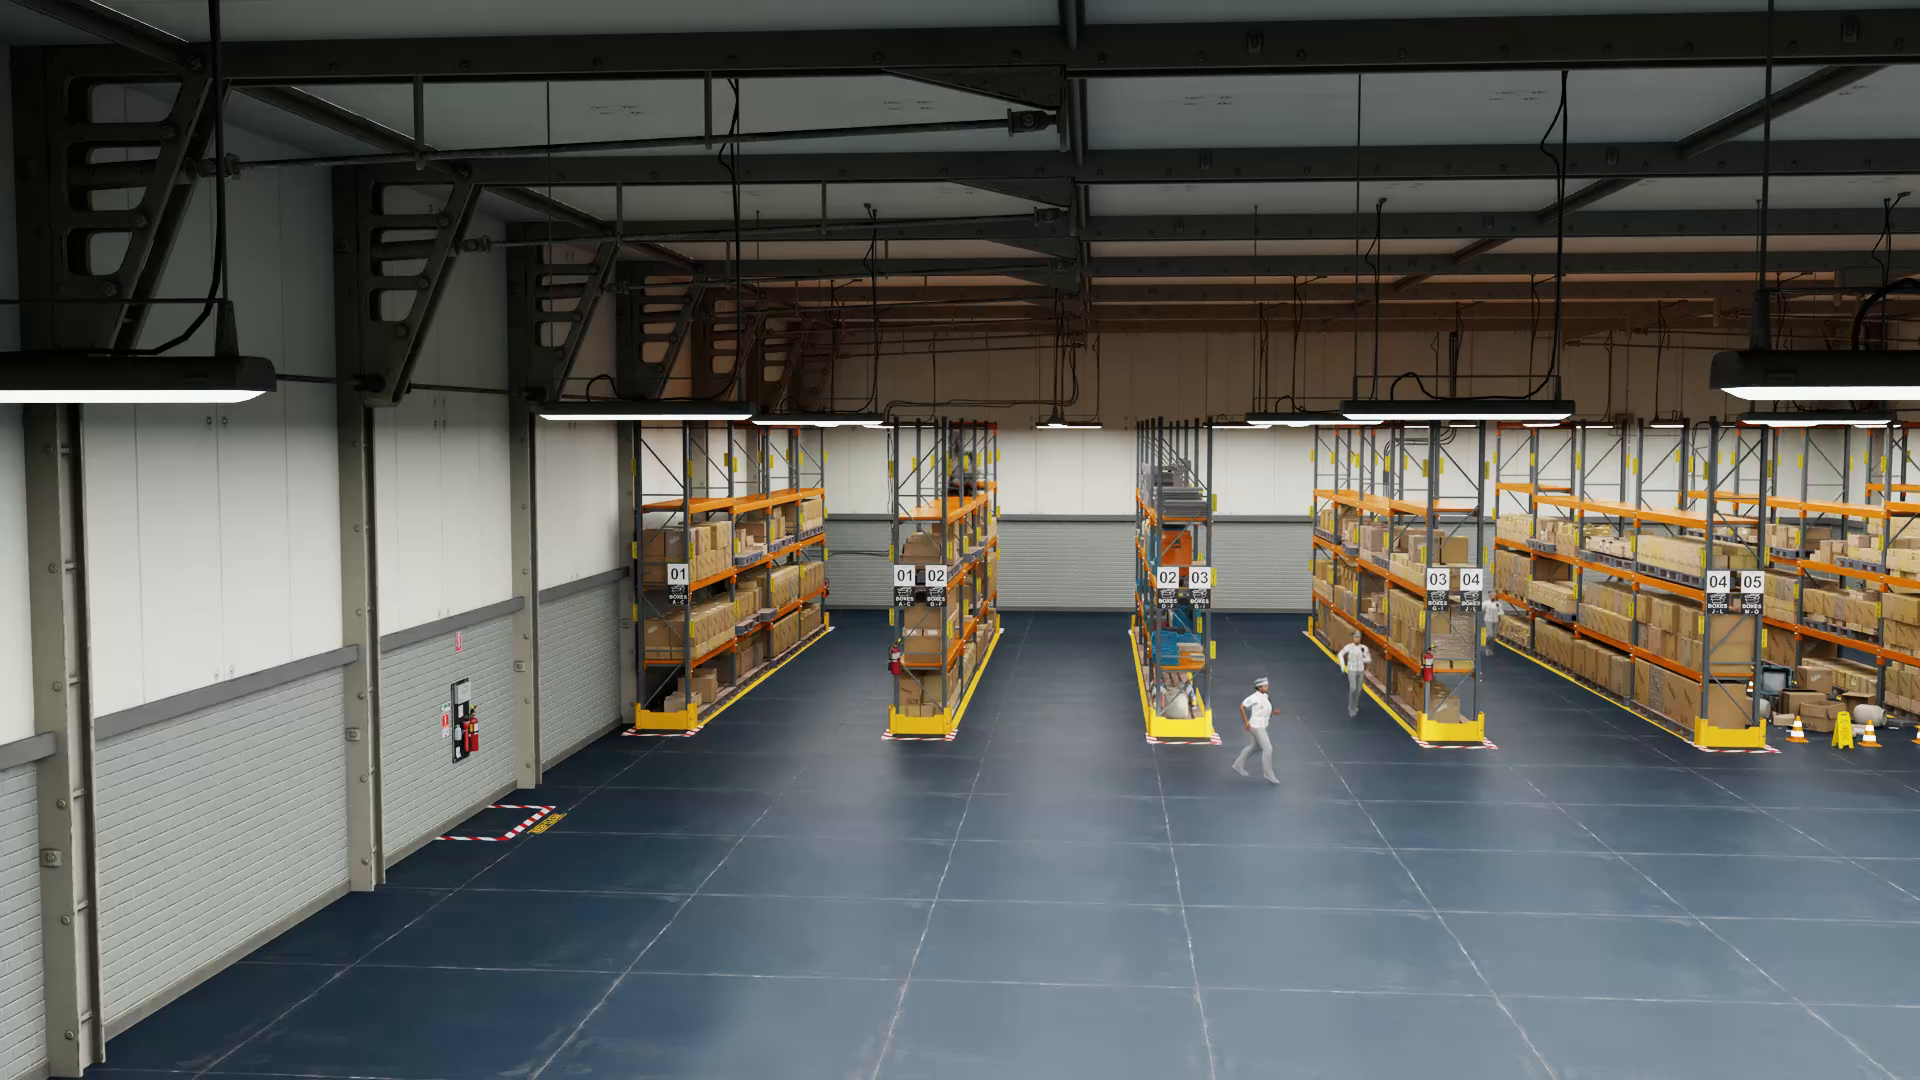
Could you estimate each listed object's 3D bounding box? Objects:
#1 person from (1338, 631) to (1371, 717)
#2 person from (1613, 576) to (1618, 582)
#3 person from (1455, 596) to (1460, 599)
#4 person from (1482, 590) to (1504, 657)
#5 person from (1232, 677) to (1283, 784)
[{"bbox_3d":[7.990,2.691,33.568,0.582,1.747,0.728,0,4,-3],"label":"person"},{"bbox_3d":[18.709,1.819,47.374,0.662,1.637,0.585,1,4,10],"label":"person"},{"bbox_3d":[13.648,1.853,46.634,0.755,1.662,0.592,3,5,38],"label":"person"},{"bbox_3d":[13.525,2.121,42.292,0.584,1.725,0.691,0,4,-3],"label":"person"},{"bbox_3d":[4.872,3.095,27.182,0.834,1.733,0.547,2,4,27],"label":"person"}]
